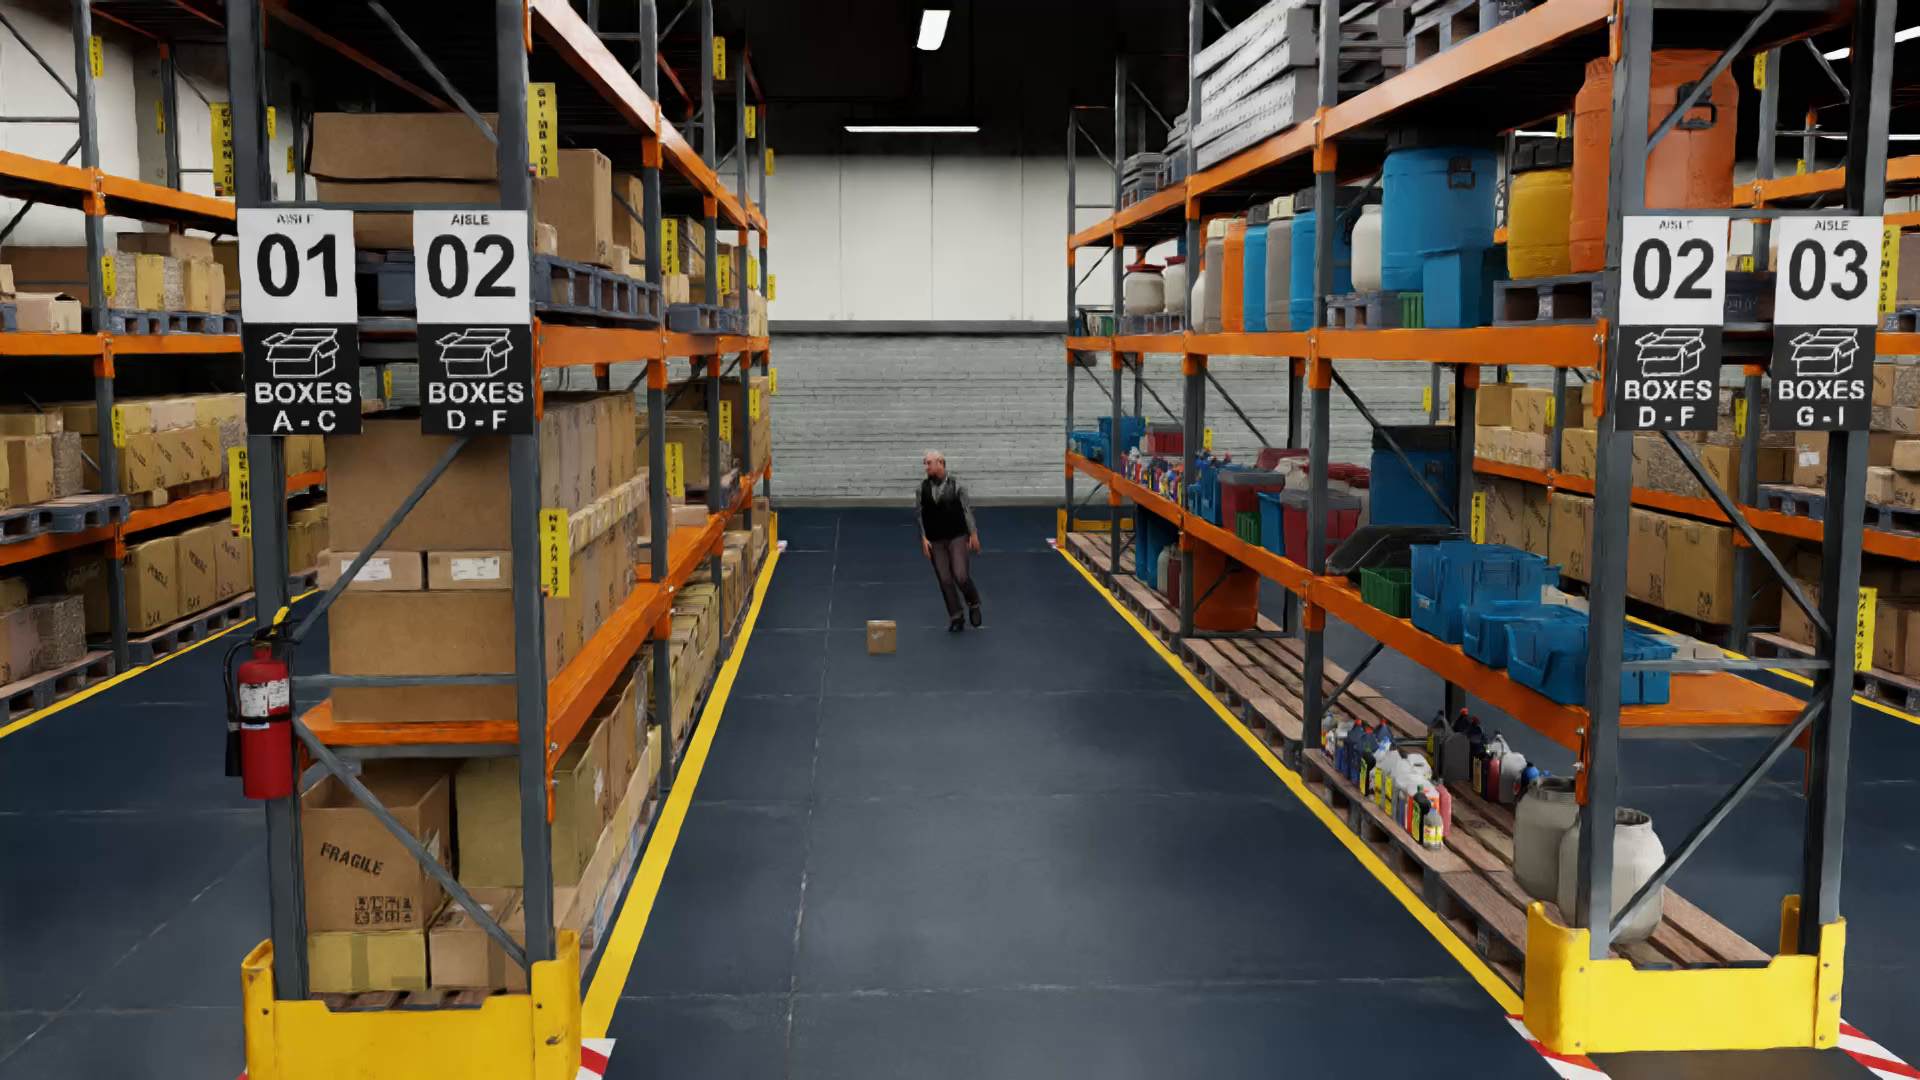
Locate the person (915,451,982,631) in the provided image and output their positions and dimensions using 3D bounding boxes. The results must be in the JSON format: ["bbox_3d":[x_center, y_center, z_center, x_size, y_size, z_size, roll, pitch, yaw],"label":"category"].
[{"bbox_3d":[-0.114,0.006,15.749,0.629,1.699,0.502,2,7,16],"label":"person"}]
